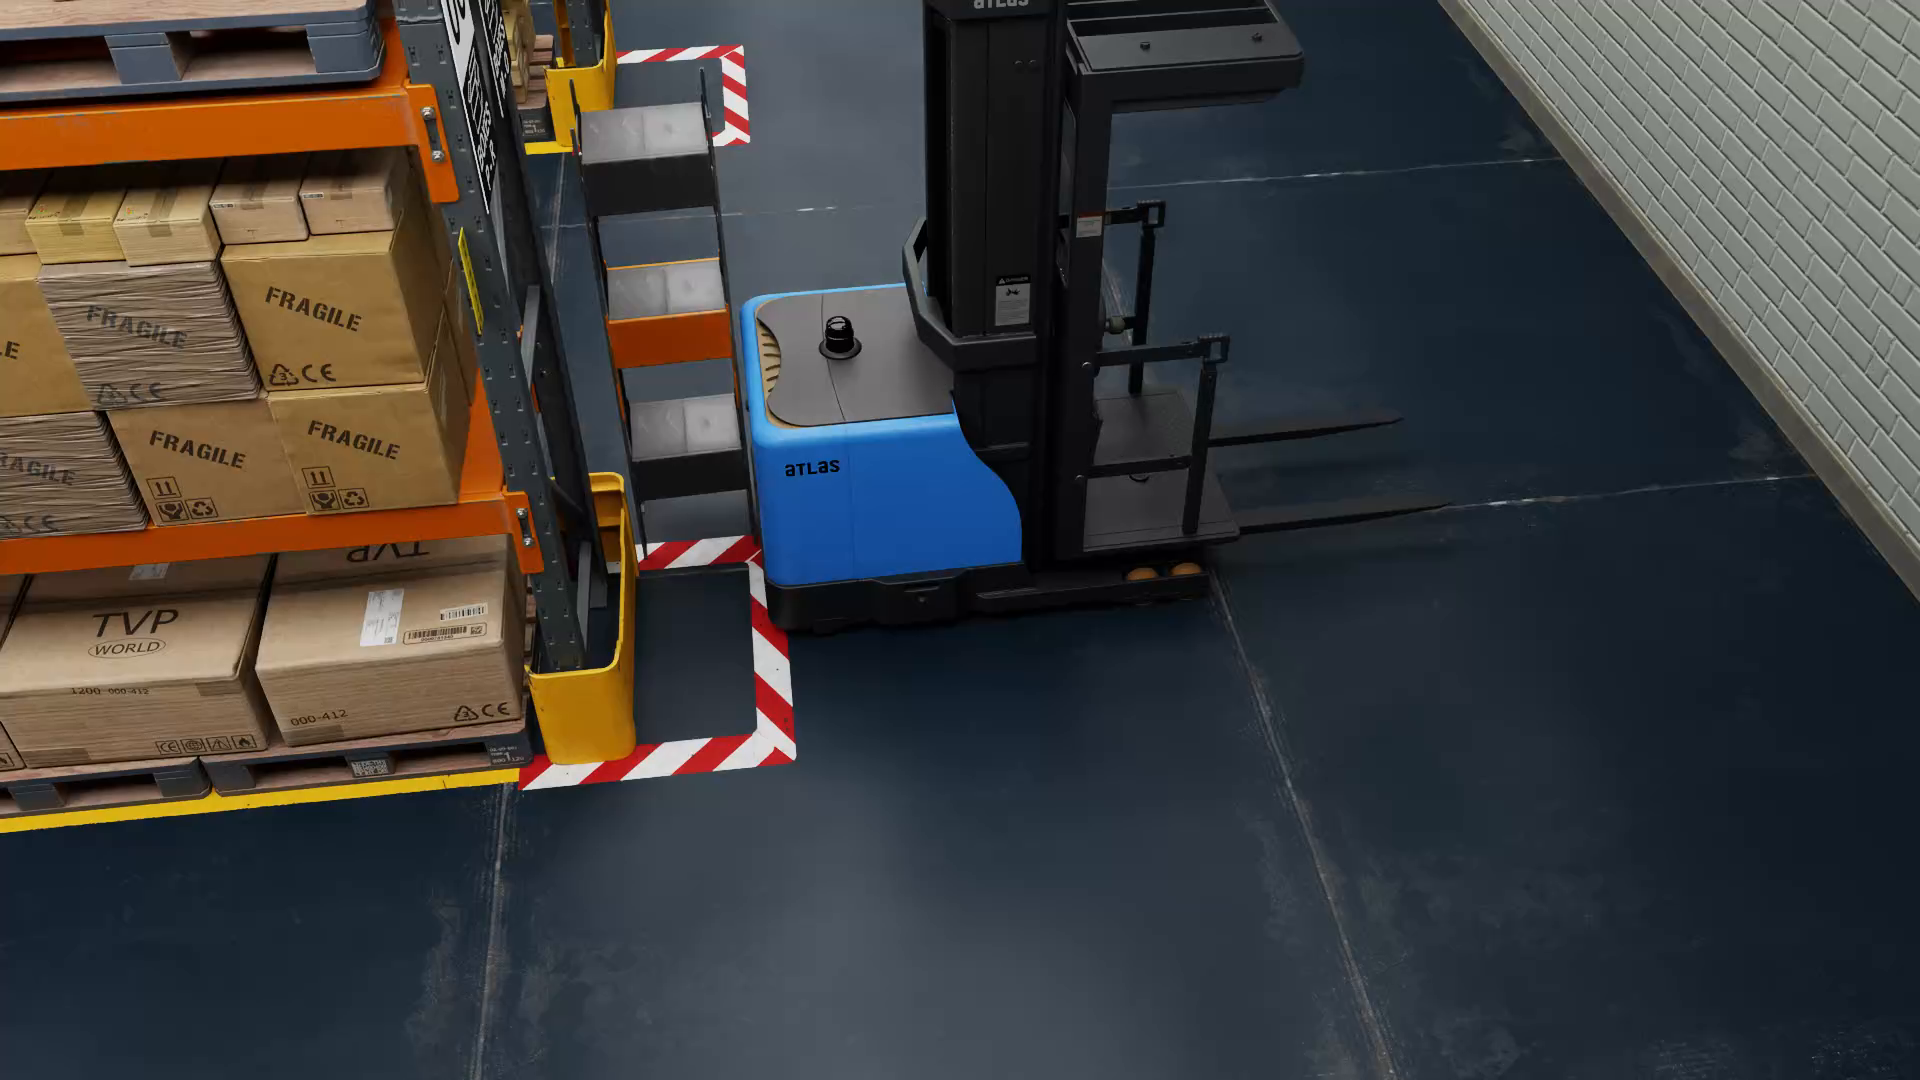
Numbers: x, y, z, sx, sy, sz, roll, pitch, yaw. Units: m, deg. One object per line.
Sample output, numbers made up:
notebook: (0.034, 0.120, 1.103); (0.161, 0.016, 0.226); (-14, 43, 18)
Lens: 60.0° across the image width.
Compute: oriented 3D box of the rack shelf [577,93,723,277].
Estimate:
rack shelf: (-1.188, -1.365, 6.385); (0.480, 0.518, 0.431); (-7, 42, -8)

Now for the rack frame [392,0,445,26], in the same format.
rack frame: (-1.542, -2.857, 3.914); (0.127, 3.000, 1.000); (-5, 42, -6)

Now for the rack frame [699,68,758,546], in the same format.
rack frame: (-0.947, -0.884, 6.877); (0.015, 2.100, 0.400); (-7, 42, -8)

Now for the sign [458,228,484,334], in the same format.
sign: (-1.485, -0.786, 5.056); (0.005, 0.325, 0.100); (-5, 42, -6)

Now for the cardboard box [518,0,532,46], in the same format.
cardboard box: (-2.837, -3.241, 10.412); (0.250, 0.149, 0.380); (-3, 42, -4)

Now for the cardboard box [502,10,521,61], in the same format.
cardboard box: (-2.776, -3.012, 9.936); (0.250, 0.149, 0.380); (-5, 42, -5)

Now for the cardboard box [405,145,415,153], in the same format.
cardboard box: (-1.930, -1.432, 5.508); (0.250, 0.149, 0.380); (-4, 42, -5)

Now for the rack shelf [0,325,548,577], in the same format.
rack shelf: (-3.525, -0.189, 5.972); (4.000, 0.370, 1.077); (-5, 42, -6)

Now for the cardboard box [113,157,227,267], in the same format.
cardboard box: (-2.365, -0.999, 5.027); (0.250, 0.149, 0.380); (-5, 42, -6)

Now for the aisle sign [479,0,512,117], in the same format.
aisle sign: (-1.508, -1.794, 5.273); (0.004, 0.787, 0.394); (-5, 42, -6)

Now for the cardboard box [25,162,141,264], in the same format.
cardboard box: (-2.621, -1.004, 5.033); (0.250, 0.149, 0.380); (-4, 42, -5)

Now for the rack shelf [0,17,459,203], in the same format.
rack shelf: (-3.525, -1.303, 4.967); (4.000, 0.370, 1.077); (-5, 42, -6)

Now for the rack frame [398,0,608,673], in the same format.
rack frame: (-1.542, -0.630, 5.924); (0.127, 3.000, 1.000); (-5, 42, -6)

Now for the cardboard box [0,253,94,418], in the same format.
cardboard box: (-2.994, -0.732, 5.216); (0.500, 0.500, 0.500); (-5, 42, -6)

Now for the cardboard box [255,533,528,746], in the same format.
cardboard box: (-2.183, 0.289, 6.504); (0.875, 0.438, 0.875); (-6, 42, -7)

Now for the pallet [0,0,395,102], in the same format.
pallet: (-2.276, -1.639, 4.870); (1.213, 0.211, 1.003); (-5, 42, -6)

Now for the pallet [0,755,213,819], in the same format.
pallet: (-3.532, 0.631, 6.608); (1.213, 0.211, 1.003); (-5, 42, -6)

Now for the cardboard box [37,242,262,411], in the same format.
cardboard box: (-2.503, -0.773, 5.262); (0.500, 0.500, 0.500); (-5, 42, -5)

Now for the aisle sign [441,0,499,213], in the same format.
aisle sign: (-1.430, -1.395, 4.832); (0.004, 0.787, 0.394); (-5, 42, -6)

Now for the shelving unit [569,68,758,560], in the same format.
shelving unit: (-1.188, -0.855, 6.845); (0.503, 2.100, 0.431); (-7, 42, -8)

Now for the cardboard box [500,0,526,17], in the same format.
cardboard box: (-2.847, -3.407, 10.373); (0.250, 0.149, 0.380); (-7, 42, -7)

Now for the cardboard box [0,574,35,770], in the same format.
cardboard box: (-3.984, 0.452, 6.324); (0.875, 0.438, 0.875); (-6, 42, -7)

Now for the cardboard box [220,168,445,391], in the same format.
cardboard box: (-1.989, -0.838, 5.334); (0.500, 0.500, 0.500); (-4, 42, -4)

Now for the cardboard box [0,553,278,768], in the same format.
cardboard box: (-3.090, 0.375, 6.410); (0.875, 0.438, 0.875); (-4, 42, -4)

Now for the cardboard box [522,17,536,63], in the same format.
cardboard box: (-2.845, -3.173, 10.558); (0.250, 0.149, 0.380); (-4, 42, -5)

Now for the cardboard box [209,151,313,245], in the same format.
cardboard box: (-2.120, -1.077, 5.114); (0.250, 0.149, 0.380); (-4, 42, -5)

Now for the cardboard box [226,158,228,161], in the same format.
cardboard box: (-2.566, -1.136, 5.664); (0.500, 0.500, 0.500); (-6, 42, -7)

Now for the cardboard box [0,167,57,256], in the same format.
cardboard box: (-2.889, -1.028, 5.060); (0.250, 0.149, 0.380); (-5, 42, -6)

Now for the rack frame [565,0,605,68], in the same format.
rack frame: (-2.284, -3.908, 9.559); (0.127, 3.000, 1.000); (-5, 42, -6)

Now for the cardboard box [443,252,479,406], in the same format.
cardboard box: (-2.055, -0.816, 6.055); (0.500, 0.500, 0.500); (-5, 42, -6)

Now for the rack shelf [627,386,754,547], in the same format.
rack shelf: (-1.187, -0.325, 7.323); (0.480, 0.518, 0.431); (-7, 42, -8)

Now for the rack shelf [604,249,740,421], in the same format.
rack shelf: (-1.188, -0.845, 6.854); (0.480, 0.518, 0.431); (-7, 42, -8)

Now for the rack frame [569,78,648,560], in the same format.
rack frame: (-1.428, -0.826, 6.813); (0.015, 2.100, 0.400); (-7, 42, -8)

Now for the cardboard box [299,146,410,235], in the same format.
cardboard box: (-1.872, -1.115, 5.156); (0.250, 0.149, 0.380); (-4, 42, -5)

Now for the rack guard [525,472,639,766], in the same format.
rack guard: (-1.518, 0.296, 6.763); (0.348, 0.500, 1.175); (-5, 42, -6)

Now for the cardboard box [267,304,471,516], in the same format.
cardboard box: (-1.986, -0.449, 5.649); (0.500, 0.500, 0.500); (-5, 42, -5)

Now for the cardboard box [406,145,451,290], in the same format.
cardboard box: (-2.055, -1.186, 5.719); (0.500, 0.500, 0.500); (-6, 42, -6)

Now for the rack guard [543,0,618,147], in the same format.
rack guard: (-2.359, -2.974, 10.389); (0.348, 0.500, 1.175); (-5, 42, -6)

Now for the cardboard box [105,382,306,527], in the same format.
cardboard box: (-2.485, -0.416, 5.612); (0.500, 0.500, 0.500); (-6, 42, -6)

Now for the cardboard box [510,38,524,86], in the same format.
cardboard box: (-2.770, -2.881, 10.012); (0.250, 0.149, 0.380); (-6, 42, -7)

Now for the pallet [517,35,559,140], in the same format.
pallet: (-3.169, -2.819, 10.433); (1.213, 0.211, 1.003); (-5, 42, -6)

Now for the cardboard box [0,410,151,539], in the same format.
cardboard box: (-2.994, -0.364, 5.555); (0.500, 0.500, 0.500); (-4, 42, -4)

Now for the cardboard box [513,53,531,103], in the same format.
cardboard box: (-2.779, -2.822, 10.169); (0.250, 0.149, 0.380); (-4, 42, -5)

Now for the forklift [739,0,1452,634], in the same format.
forklift: (0.622, -1.154, 6.556); (3.031, 2.935, 1.130); (-6, 42, -7)

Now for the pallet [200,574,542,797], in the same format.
pallet: (-2.325, 0.527, 6.723); (1.213, 0.211, 1.003); (-5, 42, -6)
